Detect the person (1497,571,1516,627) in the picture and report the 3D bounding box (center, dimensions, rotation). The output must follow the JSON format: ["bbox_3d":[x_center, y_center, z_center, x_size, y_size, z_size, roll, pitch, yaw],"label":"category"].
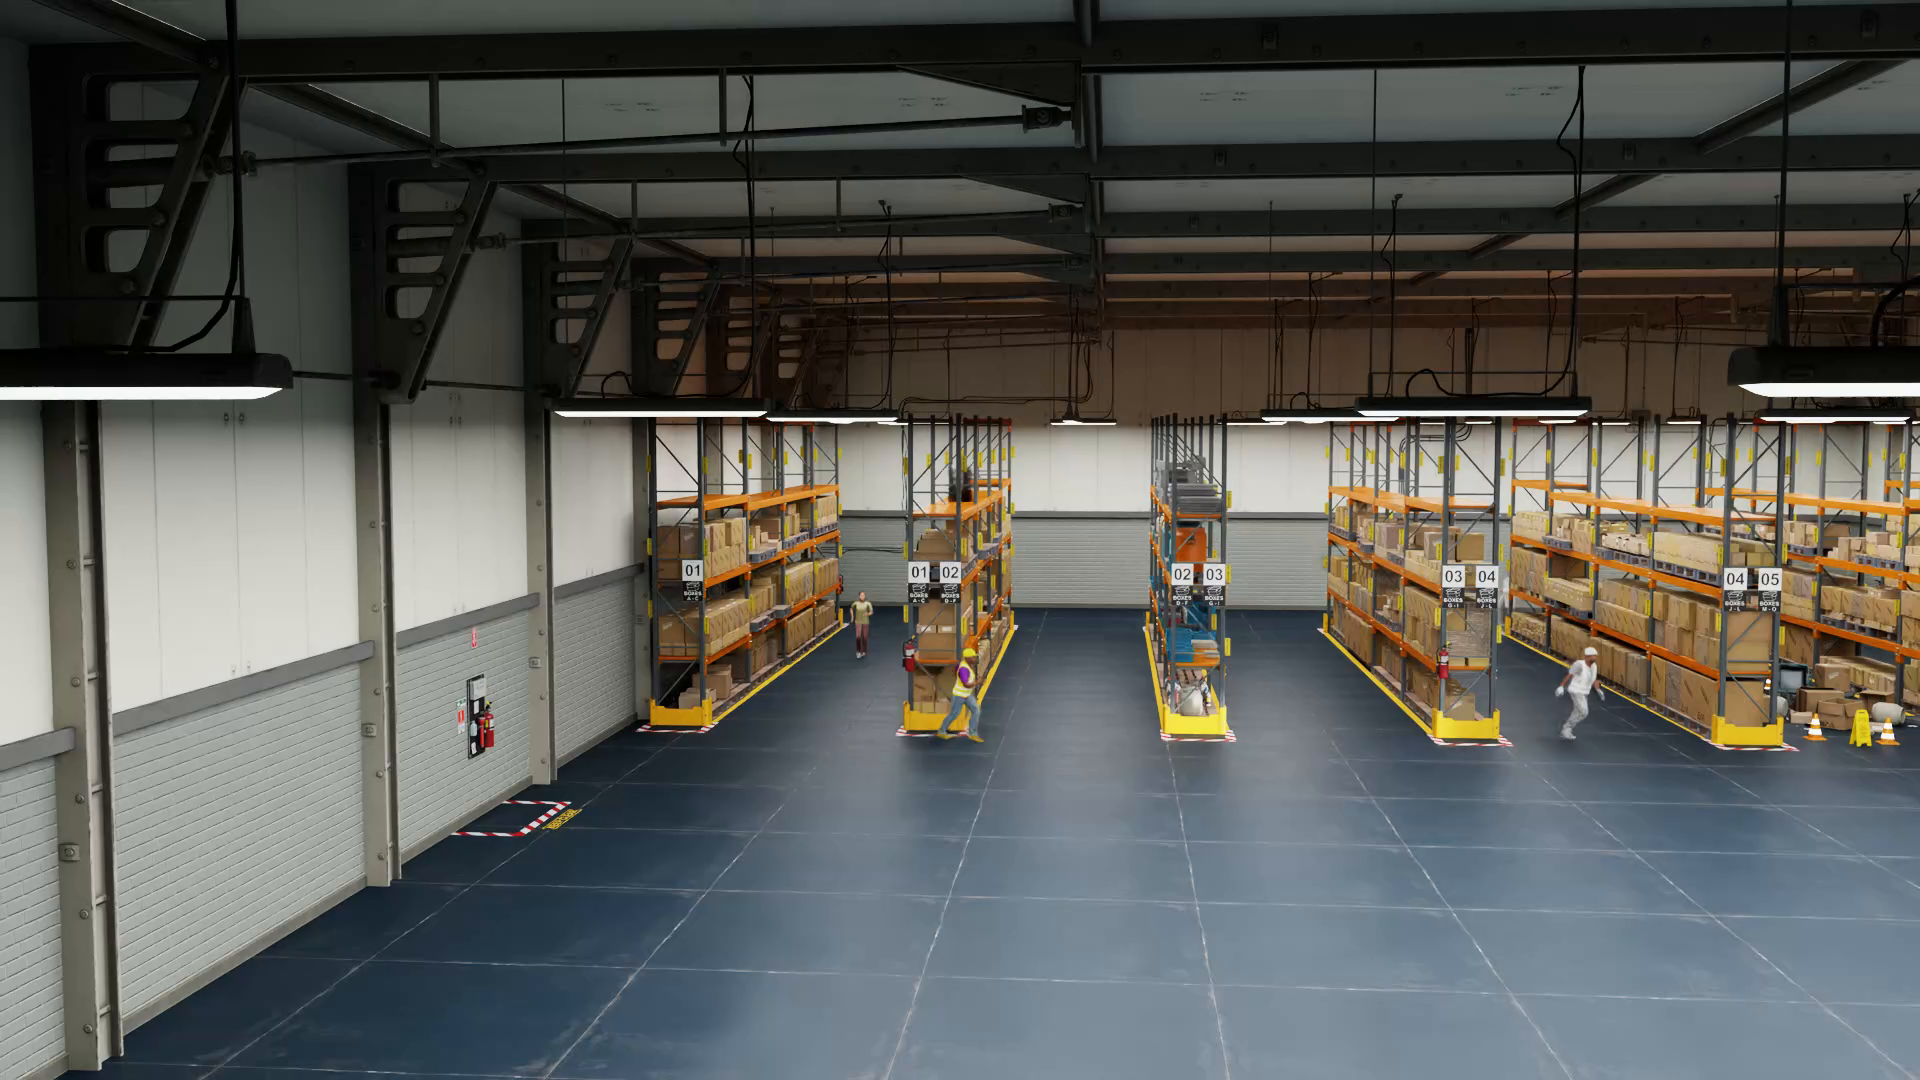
[{"bbox_3d":[15.575,1.691,47.042,0.769,1.817,0.667,-1,4,-11],"label":"person"}]

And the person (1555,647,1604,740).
[{"bbox_3d":[11.367,2.804,30.434,0.655,1.721,0.707,-3,5,-40],"label":"person"}]

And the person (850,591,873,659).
[{"bbox_3d":[-2.439,2.108,41.339,0.559,1.688,0.688,0,4,-5],"label":"person"}]

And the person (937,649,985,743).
[{"bbox_3d":[0.027,2.823,30.120,0.930,1.747,0.706,1,4,19],"label":"person"}]
